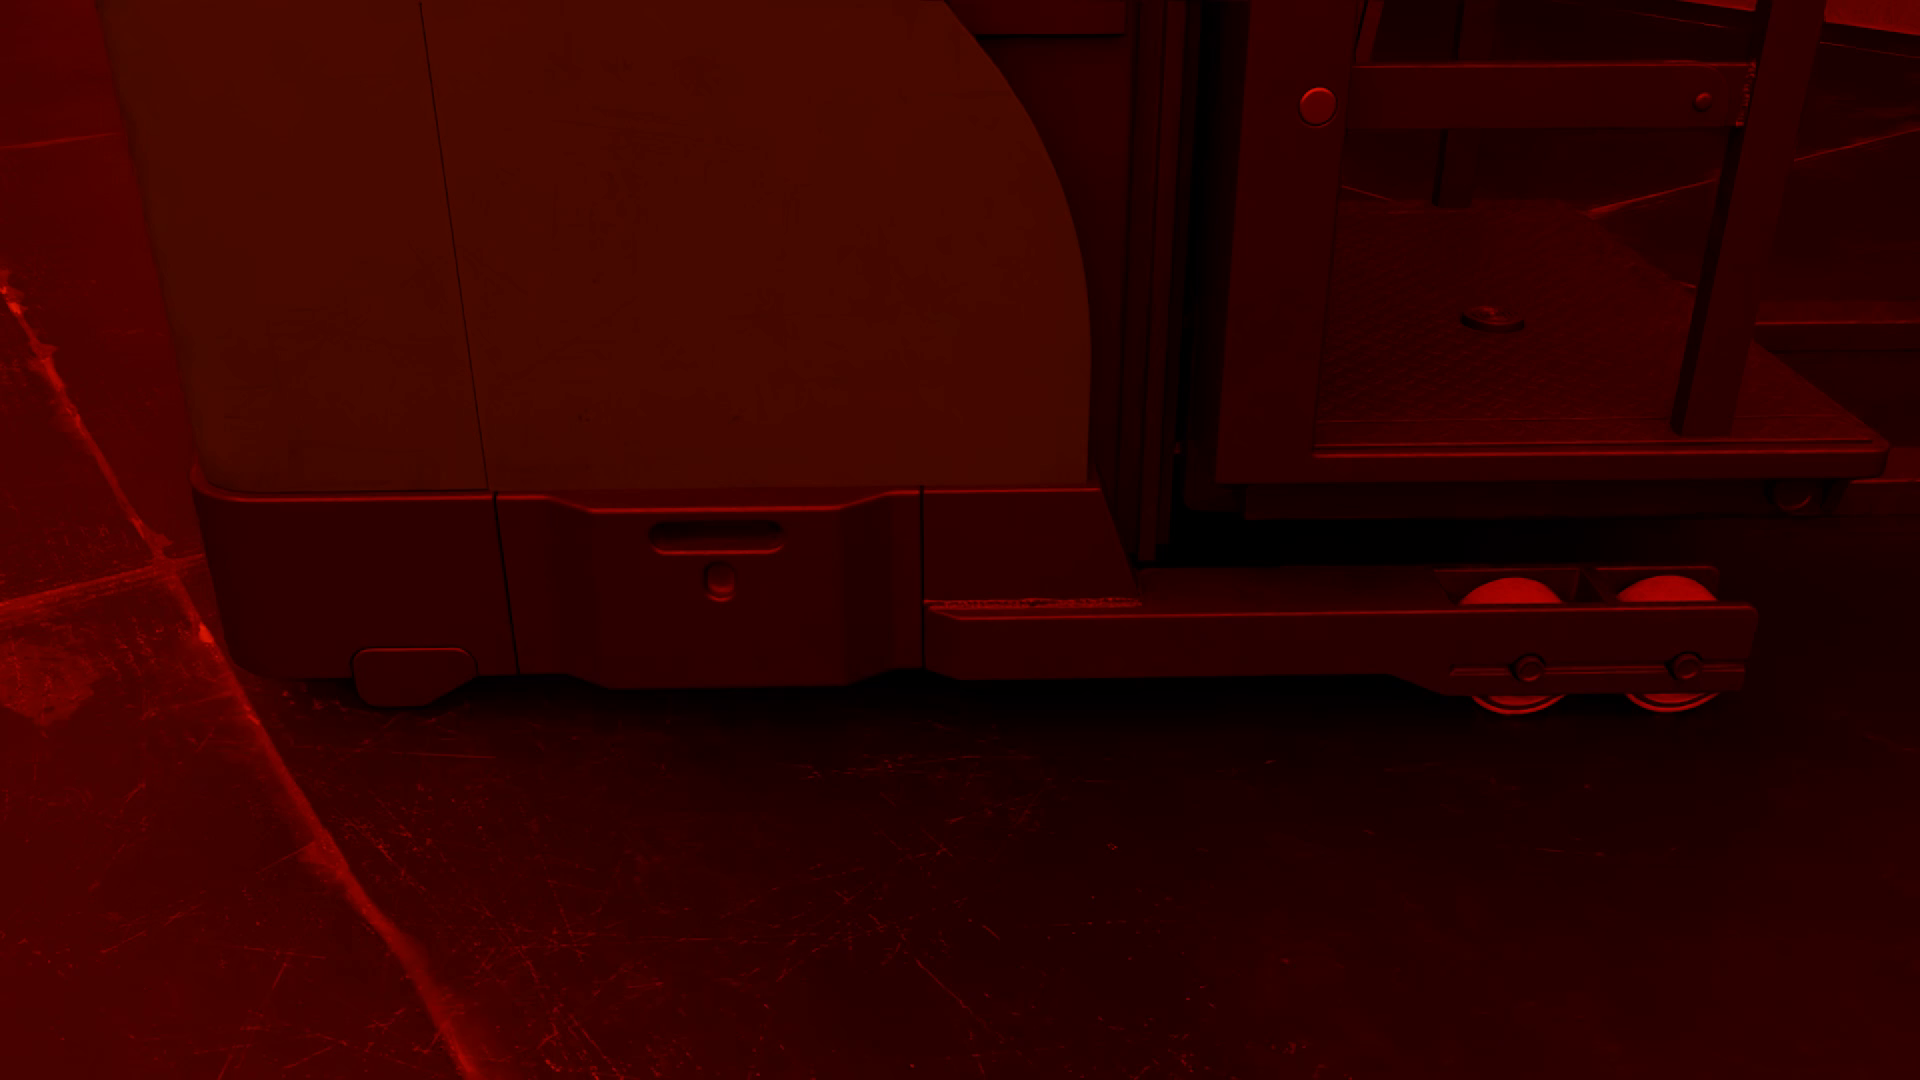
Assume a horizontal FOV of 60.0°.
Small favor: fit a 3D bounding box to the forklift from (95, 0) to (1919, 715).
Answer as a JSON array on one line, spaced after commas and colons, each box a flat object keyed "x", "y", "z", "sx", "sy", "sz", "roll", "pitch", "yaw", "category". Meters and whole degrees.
[{"x": 0.586, "y": -1.331, "z": 1.885, "sx": 3.031, "sy": 2.935, "sz": 1.130, "roll": -1, "pitch": 27, "yaw": -2, "category": "forklift"}]
